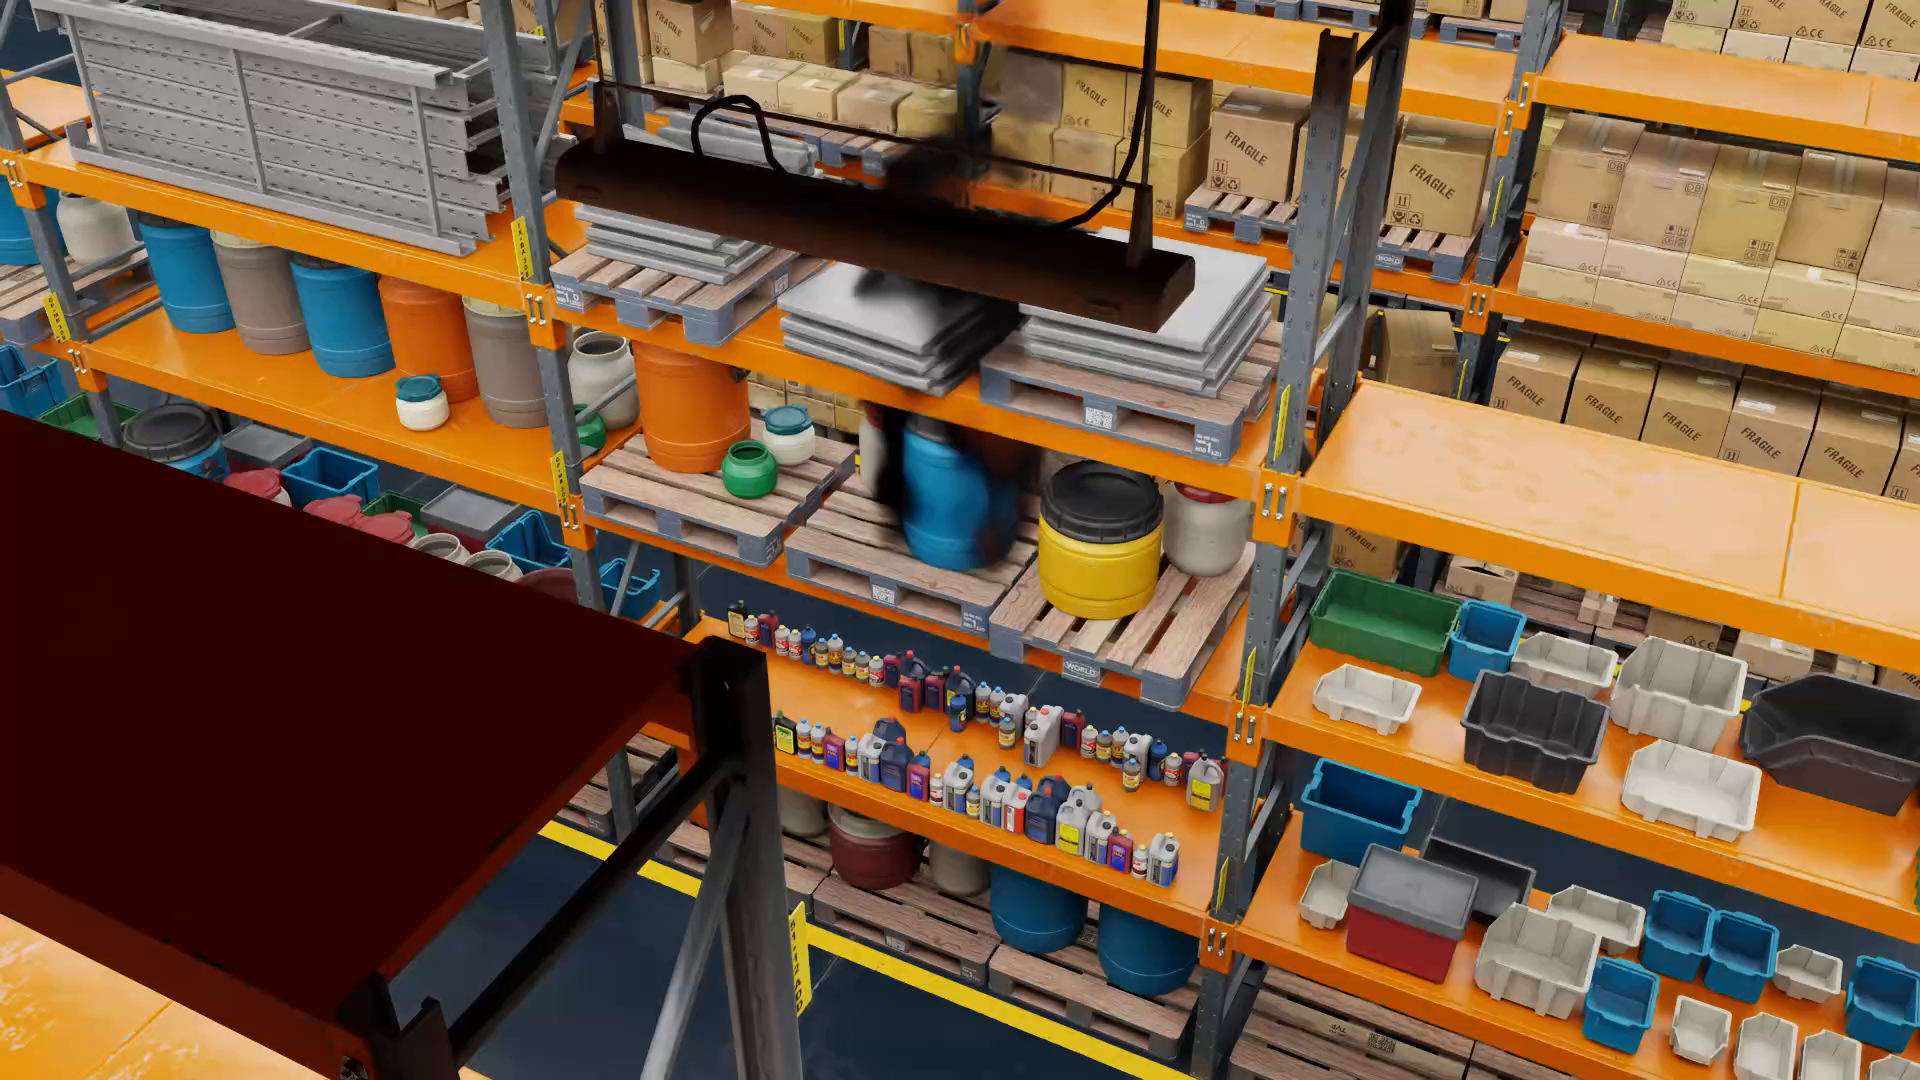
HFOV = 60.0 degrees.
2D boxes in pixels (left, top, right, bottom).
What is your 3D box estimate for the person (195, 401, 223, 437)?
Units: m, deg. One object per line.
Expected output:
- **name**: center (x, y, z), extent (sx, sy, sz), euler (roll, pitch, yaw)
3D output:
- **person**: center (-6.404, -1.228, 14.243), extent (0.631, 1.578, 0.512), euler (18, 39, 23)
